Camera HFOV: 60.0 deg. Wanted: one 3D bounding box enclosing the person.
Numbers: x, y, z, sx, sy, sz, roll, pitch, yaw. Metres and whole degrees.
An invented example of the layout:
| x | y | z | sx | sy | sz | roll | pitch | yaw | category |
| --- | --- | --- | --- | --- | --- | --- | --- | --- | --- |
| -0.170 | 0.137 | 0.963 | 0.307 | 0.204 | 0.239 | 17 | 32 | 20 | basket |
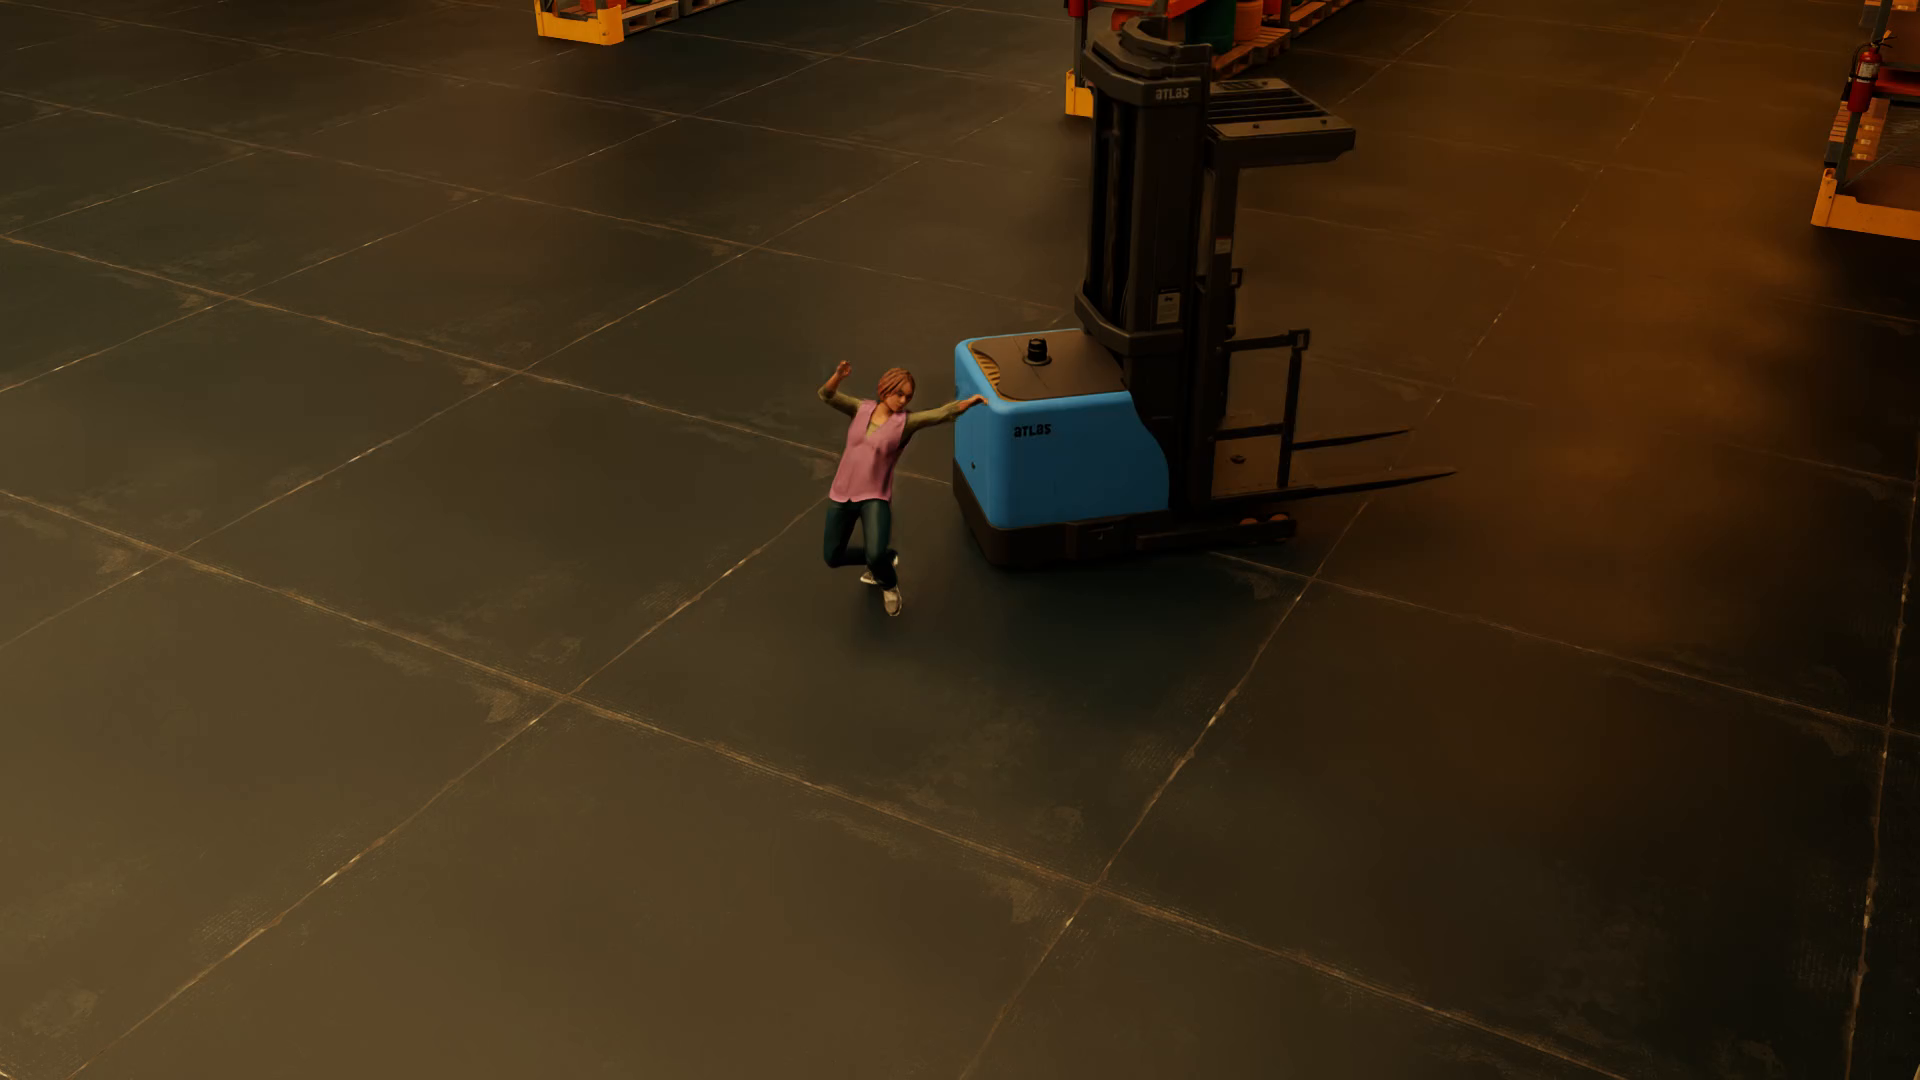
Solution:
| x | y | z | sx | sy | sz | roll | pitch | yaw | category |
| --- | --- | --- | --- | --- | --- | --- | --- | --- | --- |
| -0.335 | -0.281 | 8.995 | 0.932 | 1.505 | 0.728 | 14 | 33 | 23 | person |

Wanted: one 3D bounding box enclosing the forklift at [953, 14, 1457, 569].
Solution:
| x | y | z | sx | sy | sz | roll | pitch | yaw | category |
| --- | --- | --- | --- | --- | --- | --- | --- | --- | --- |
| 1.529 | -1.482 | 9.639 | 3.031 | 2.935 | 1.130 | -7 | 31 | -12 | forklift |
